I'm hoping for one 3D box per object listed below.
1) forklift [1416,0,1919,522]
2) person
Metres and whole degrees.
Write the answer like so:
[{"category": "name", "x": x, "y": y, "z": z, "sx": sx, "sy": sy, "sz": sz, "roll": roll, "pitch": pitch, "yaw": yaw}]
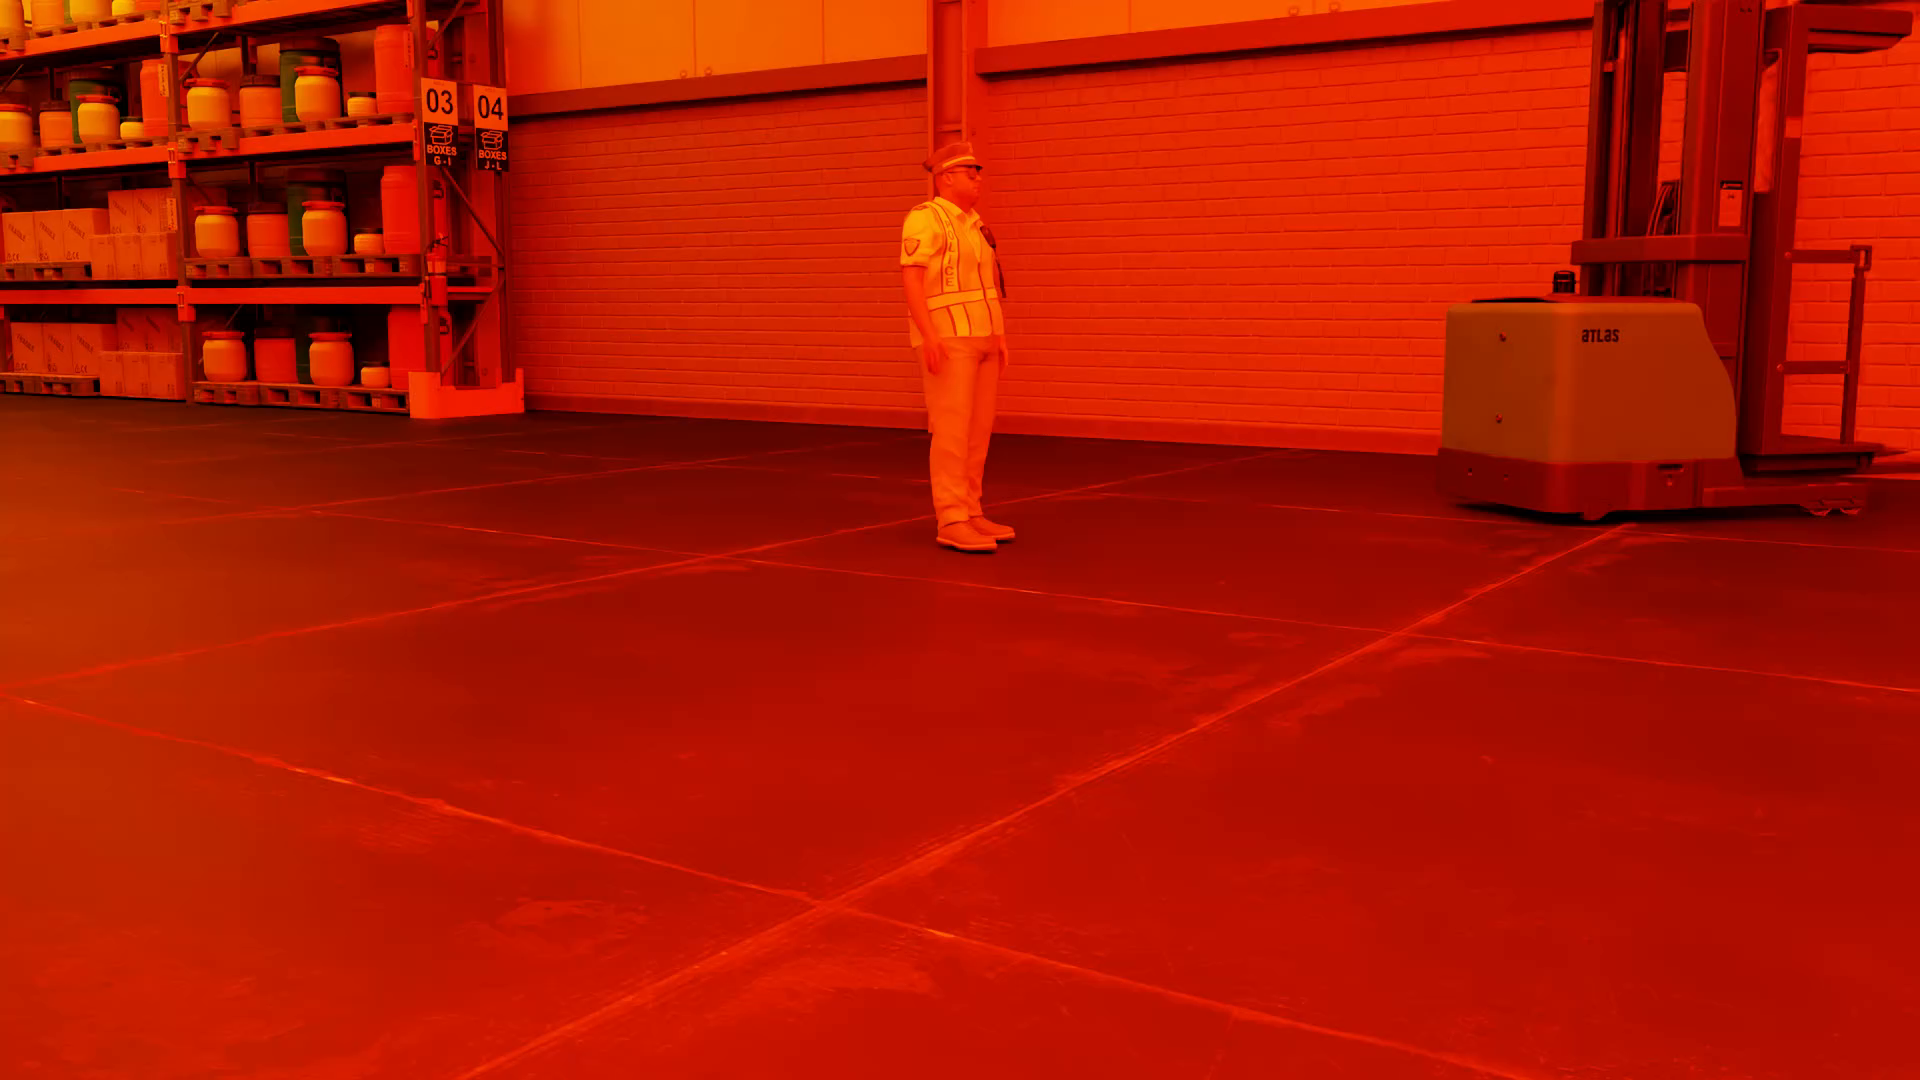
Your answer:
[{"category": "forklift", "x": 4.006, "y": -1.634, "z": 8.684, "sx": 3.031, "sy": 2.935, "sz": 1.130, "roll": -3, "pitch": 8, "yaw": -17}, {"category": "person", "x": 0.059, "y": -0.881, "z": 7.425, "sx": 0.573, "sy": 1.778, "sz": 0.641, "roll": 5, "pitch": 10, "yaw": 34}]
